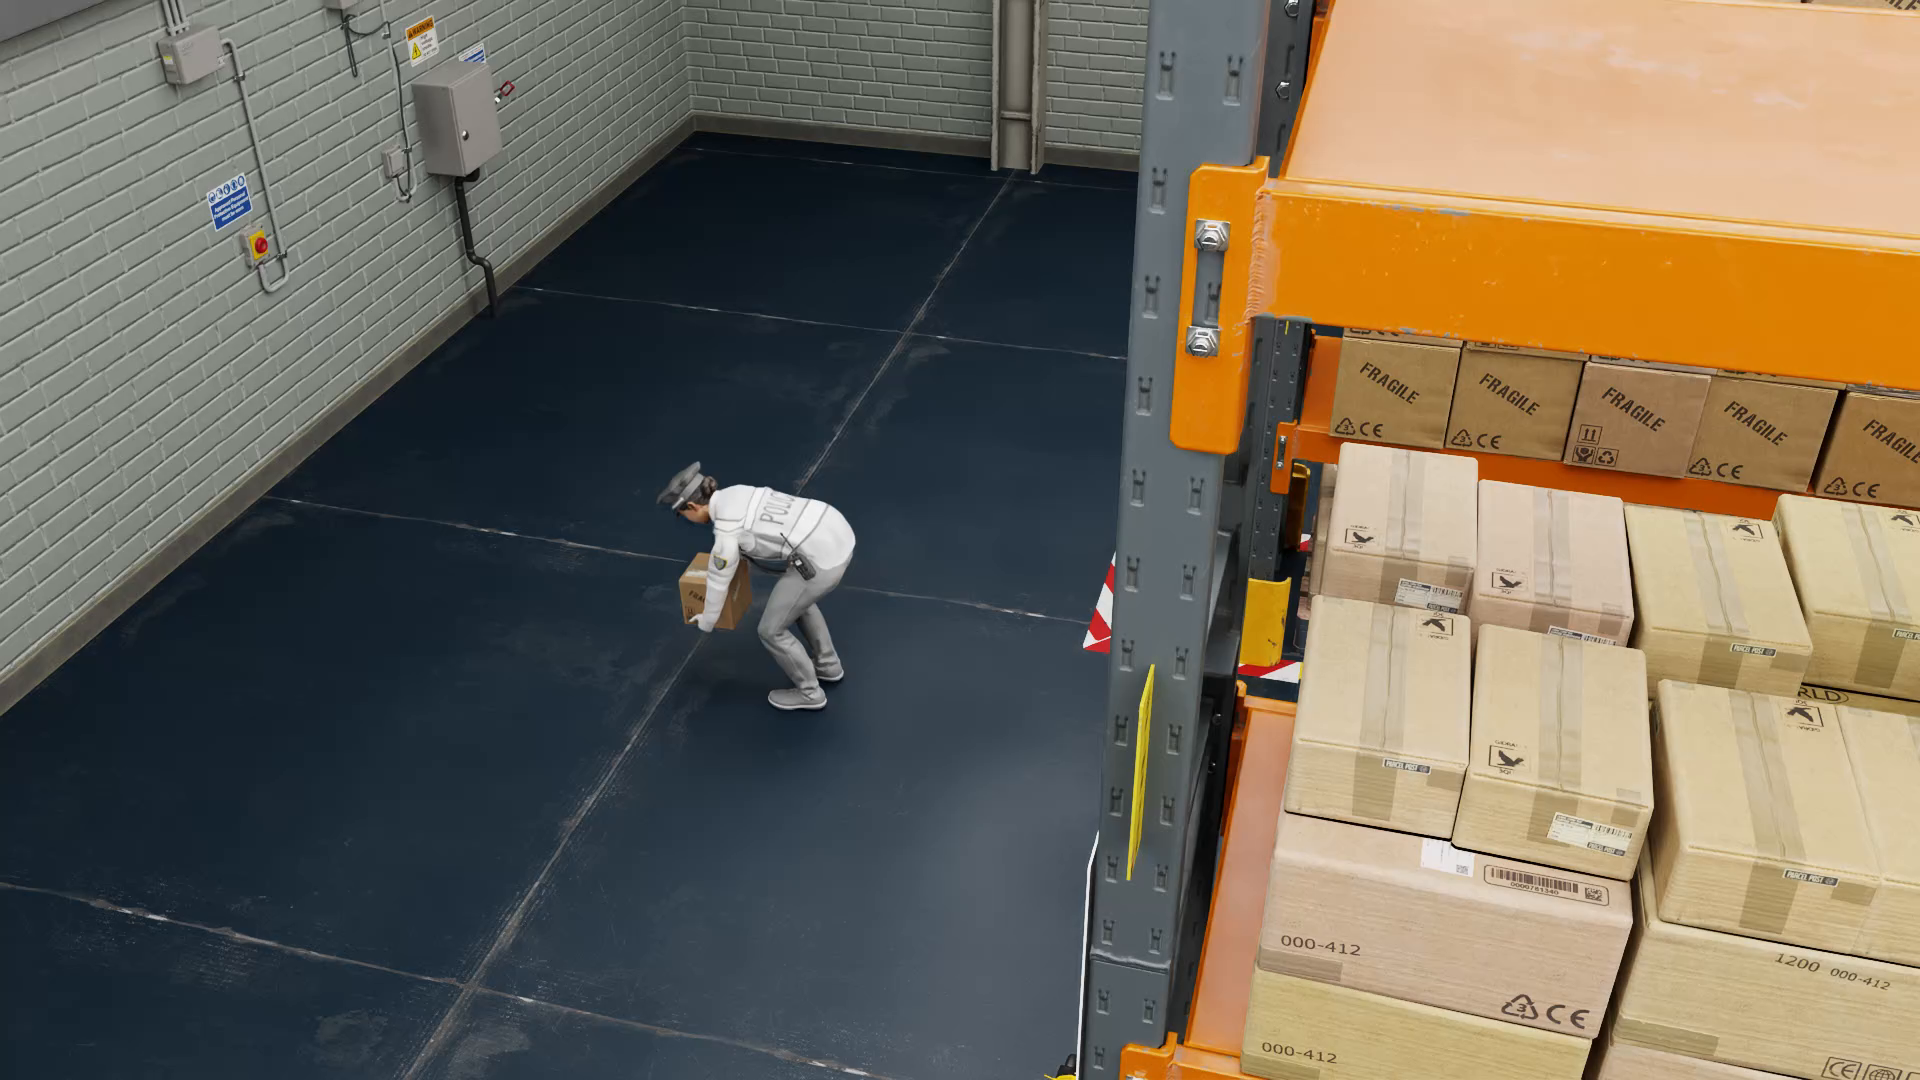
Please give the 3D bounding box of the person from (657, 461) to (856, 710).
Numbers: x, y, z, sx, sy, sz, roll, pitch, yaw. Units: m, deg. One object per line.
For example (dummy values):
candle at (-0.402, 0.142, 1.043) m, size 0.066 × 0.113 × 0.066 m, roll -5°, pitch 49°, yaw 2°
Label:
person at (-0.936, 0.202, 7.781) m, size 0.908 × 1.192 × 0.432 m, roll 7°, pitch 34°, yaw 10°
